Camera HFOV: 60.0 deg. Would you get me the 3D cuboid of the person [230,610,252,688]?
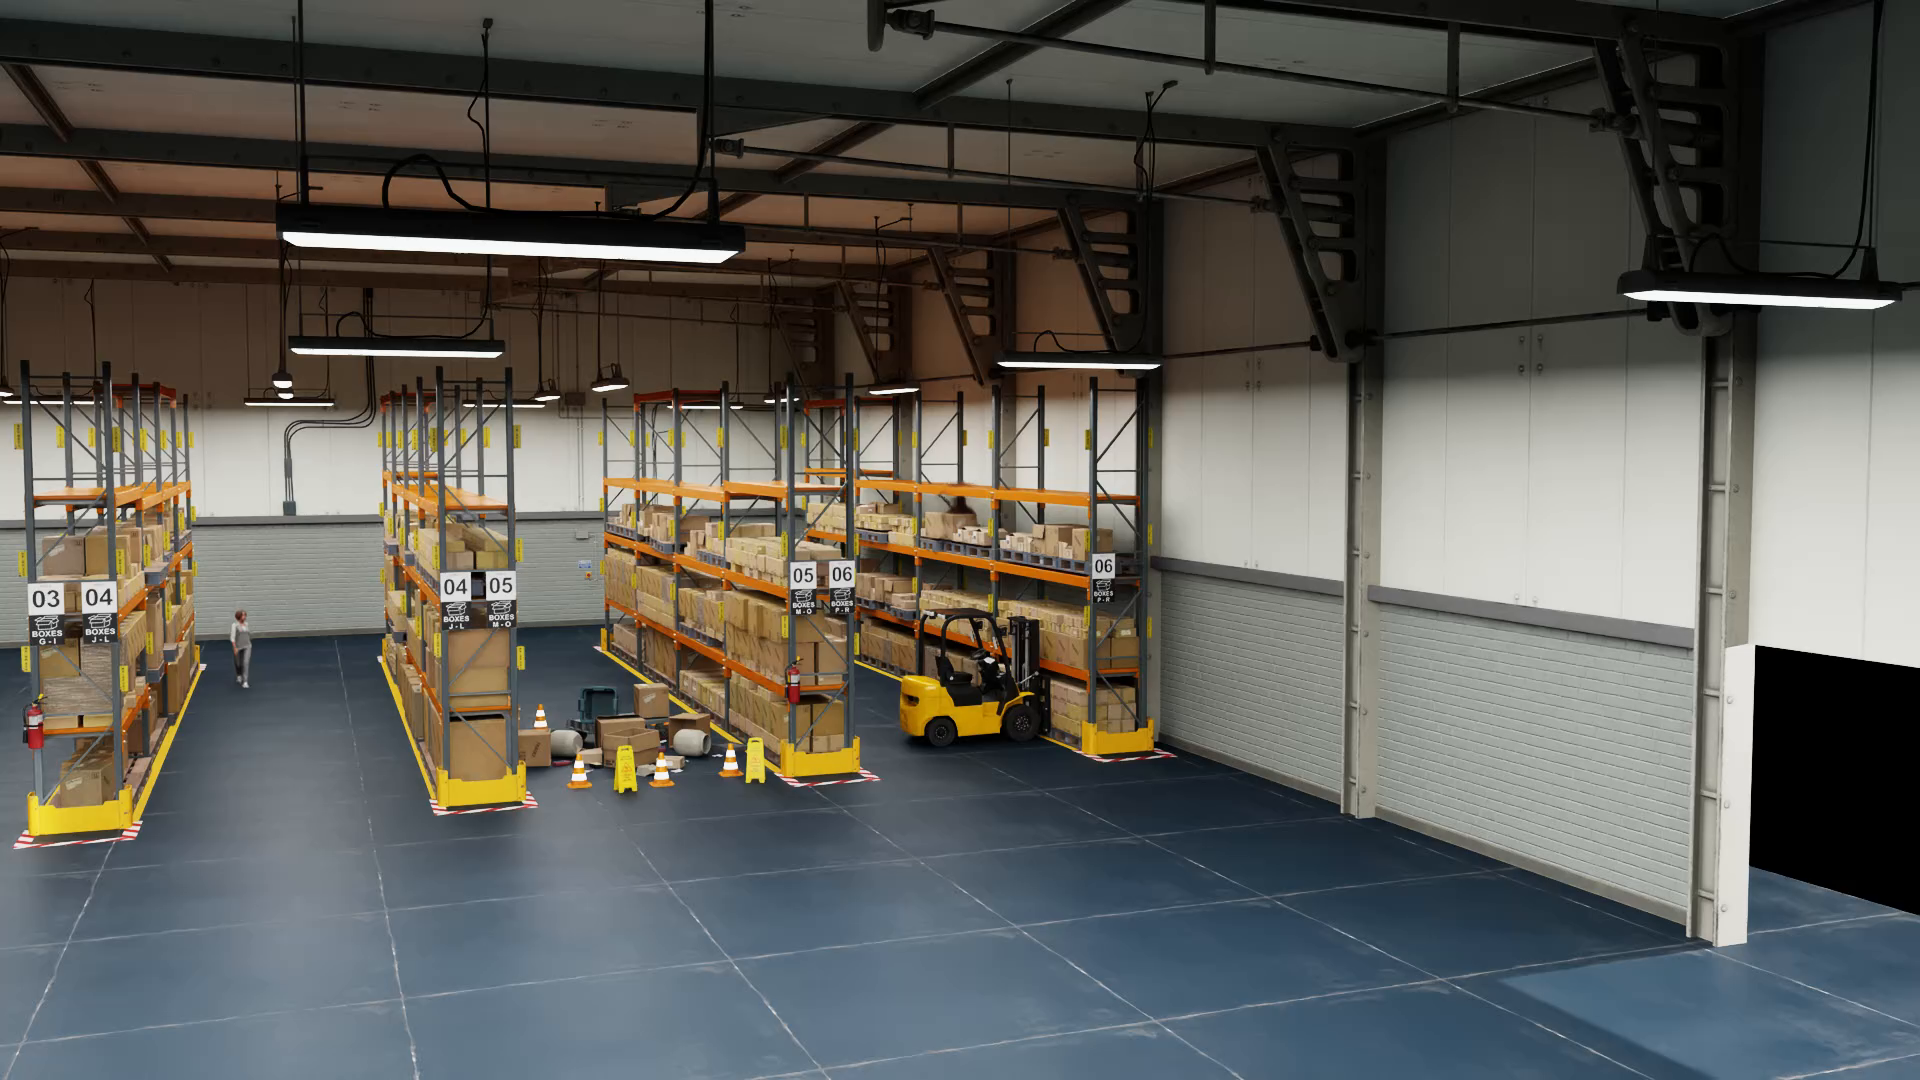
[{"bbox_3d":[-14.577,2.188,33.723,0.397,1.557,0.823,-1,4,-24],"label":"person"}]
